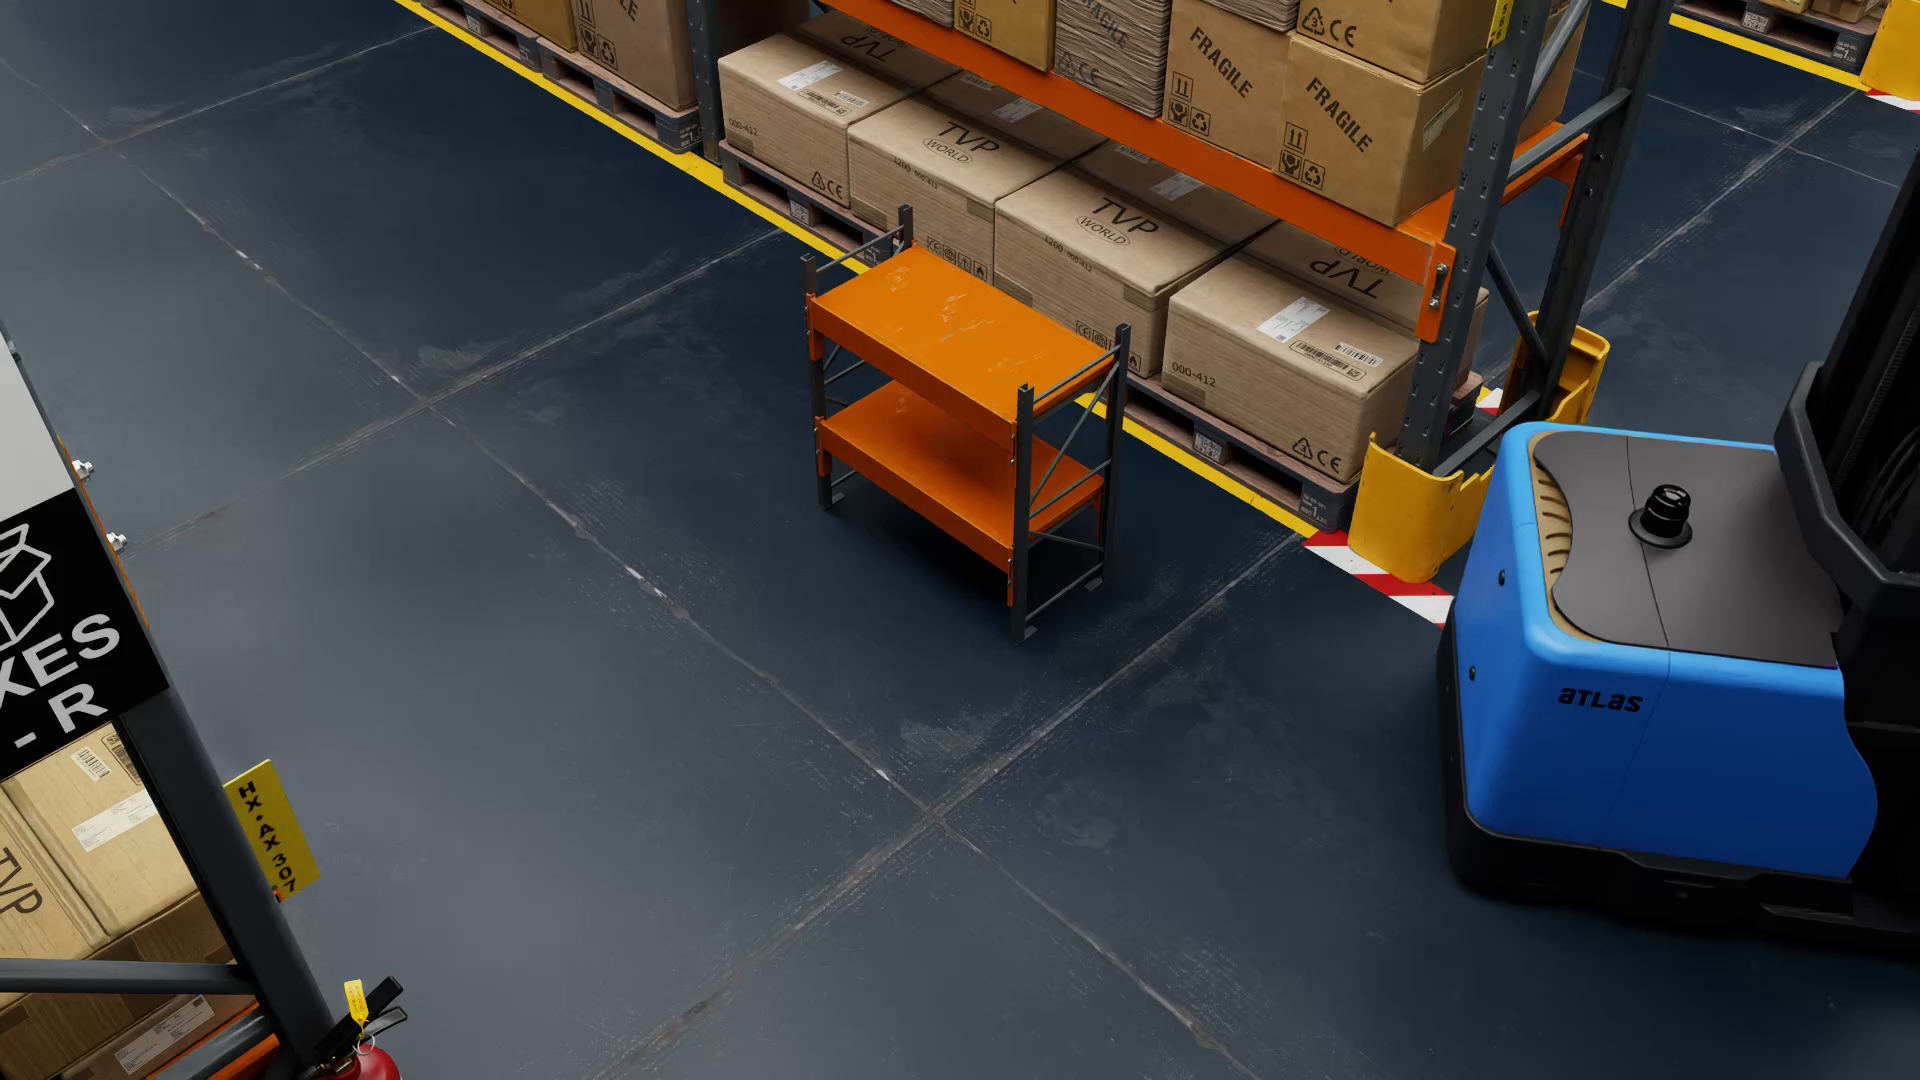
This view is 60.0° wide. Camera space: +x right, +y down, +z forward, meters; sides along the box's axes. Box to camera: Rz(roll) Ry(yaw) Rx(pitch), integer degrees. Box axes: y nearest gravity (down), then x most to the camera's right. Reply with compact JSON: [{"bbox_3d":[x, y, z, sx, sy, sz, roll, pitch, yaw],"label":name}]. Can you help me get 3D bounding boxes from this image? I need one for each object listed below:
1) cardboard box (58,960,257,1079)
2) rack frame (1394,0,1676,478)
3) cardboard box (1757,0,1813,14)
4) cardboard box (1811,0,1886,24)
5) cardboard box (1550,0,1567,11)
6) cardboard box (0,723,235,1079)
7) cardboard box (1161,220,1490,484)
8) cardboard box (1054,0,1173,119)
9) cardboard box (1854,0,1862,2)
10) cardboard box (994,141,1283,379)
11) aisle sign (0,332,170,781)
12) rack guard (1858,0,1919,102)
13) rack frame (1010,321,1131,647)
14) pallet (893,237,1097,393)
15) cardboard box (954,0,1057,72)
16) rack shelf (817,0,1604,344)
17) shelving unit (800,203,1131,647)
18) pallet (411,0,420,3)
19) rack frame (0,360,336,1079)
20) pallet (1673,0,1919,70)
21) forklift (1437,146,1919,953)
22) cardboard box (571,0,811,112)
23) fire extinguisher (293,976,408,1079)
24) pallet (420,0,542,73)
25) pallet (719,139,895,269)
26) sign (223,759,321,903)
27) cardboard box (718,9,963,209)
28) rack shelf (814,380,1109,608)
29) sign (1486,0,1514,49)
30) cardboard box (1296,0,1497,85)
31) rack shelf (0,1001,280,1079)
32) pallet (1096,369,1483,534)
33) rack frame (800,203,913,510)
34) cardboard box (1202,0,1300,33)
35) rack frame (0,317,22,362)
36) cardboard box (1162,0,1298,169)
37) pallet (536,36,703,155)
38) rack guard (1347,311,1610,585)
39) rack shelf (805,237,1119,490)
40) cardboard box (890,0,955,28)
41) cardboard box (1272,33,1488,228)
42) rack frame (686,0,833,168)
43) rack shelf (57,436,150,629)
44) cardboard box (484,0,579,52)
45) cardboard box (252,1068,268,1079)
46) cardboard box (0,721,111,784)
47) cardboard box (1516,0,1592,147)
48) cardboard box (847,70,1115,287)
[{"bbox_3d":[-1.606,0.889,3.263,0.250,0.149,0.380,34,52,31],"label":"cardboard box"},{"bbox_3d":[1.943,-1.295,5.441,1.000,3.000,0.127,-34,53,-31],"label":"rack frame"},{"bbox_3d":[4.604,-3.051,9.133,0.380,0.149,0.250,-32,52,-30],"label":"cardboard box"},{"bbox_3d":[4.857,-2.976,9.052,0.380,0.149,0.250,-33,52,-31],"label":"cardboard box"},{"bbox_3d":[1.806,-2.066,5.465,0.500,0.500,0.500,33,52,31],"label":"cardboard box"},{"bbox_3d":[-1.698,0.685,3.190,0.500,0.250,0.500,-34,52,-31],"label":"cardboard box"},{"bbox_3d":[1.406,-0.777,6.459,0.875,0.438,0.875,32,52,30],"label":"cardboard box"},{"bbox_3d":[0.701,-1.927,6.052,0.500,0.500,0.500,-33,52,-30],"label":"cardboard box"},{"bbox_3d":[4.802,-3.049,8.912,0.250,0.149,0.380,33,52,30],"label":"cardboard box"},{"bbox_3d":[0.754,-1.213,6.931,0.875,0.438,0.875,-33,52,-30],"label":"cardboard box"},{"bbox_3d":[-1.312,0.023,2.099,0.394,0.787,0.004,-34,53,-31],"label":"aisle sign"},{"bbox_3d":[5.323,-2.834,8.949,1.175,0.500,0.348,-34,53,-31],"label":"rack guard"},{"bbox_3d":[0.364,-0.166,5.600,0.500,1.125,0.032,-34,53,-31],"label":"rack frame"},{"bbox_3d":[0.466,-1.204,7.397,1.003,0.211,1.213,-34,53,-31],"label":"pallet"},{"bbox_3d":[0.327,-2.169,6.314,0.500,0.500,0.500,-33,52,-30],"label":"cardboard box"},{"bbox_3d":[0.531,-1.992,6.725,1.077,0.370,4.000,-34,53,-31],"label":"rack shelf"},{"bbox_3d":[0.005,-0.410,5.865,0.538,1.125,1.048,-34,53,-31],"label":"shelving unit"},{"bbox_3d":[-3.203,-3.700,10.098,1.003,0.211,1.213,-34,53,-31],"label":"pallet"},{"bbox_3d":[-1.569,1.086,2.865,1.000,3.000,0.127,-34,53,-31],"label":"rack frame"},{"bbox_3d":[4.774,-3.136,9.488,1.003,0.211,1.213,-34,53,-31],"label":"pallet"},{"bbox_3d":[3.060,-0.171,4.276,3.031,2.935,1.130,7,43,7],"label":"forklift"},{"bbox_3d":[-1.376,-2.850,8.381,0.875,0.875,0.875,-32,52,-30],"label":"cardboard box"},{"bbox_3d":[-1.137,1.100,3.181,0.296,0.674,0.183,-34,53,-31],"label":"fire extinguisher"},{"bbox_3d":[-2.346,-3.114,9.464,1.003,0.211,1.213,-34,53,-31],"label":"pallet"},{"bbox_3d":[-0.400,-1.790,8.031,1.003,0.211,1.213,-34,53,-31],"label":"pallet"},{"bbox_3d":[-1.185,0.508,2.852,0.100,0.325,0.005,-34,53,-31],"label":"sign"},{"bbox_3d":[-0.514,-2.077,7.866,0.875,0.438,0.875,33,52,31],"label":"cardboard box"},{"bbox_3d":[0.005,-0.230,6.031,0.538,0.278,1.000,-34,53,-31],"label":"rack shelf"},{"bbox_3d":[1.549,-1.554,4.694,0.100,0.325,0.005,-34,53,-31],"label":"sign"},{"bbox_3d":[1.434,-1.816,5.195,0.500,0.500,0.500,-32,52,-30],"label":"cardboard box"},{"bbox_3d":[-2.981,0.389,4.149,1.077,0.370,4.000,-34,53,-31],"label":"rack shelf"},{"bbox_3d":[1.323,-0.617,6.763,1.003,0.211,1.213,-34,53,-31],"label":"pallet"},{"bbox_3d":[-0.354,-0.654,6.129,0.500,1.125,0.032,-34,53,-31],"label":"rack frame"},{"bbox_3d":[1.044,-2.053,5.452,0.500,0.500,0.500,-34,52,-31],"label":"cardboard box"},{"bbox_3d":[-1.569,-1.117,0.829,1.000,3.000,0.127,-34,53,-31],"label":"rack frame"},{"bbox_3d":[1.071,-1.685,5.789,0.500,0.500,0.500,33,52,31],"label":"cardboard box"},{"bbox_3d":[-1.480,-2.527,8.830,1.003,0.211,1.213,-34,53,-31],"label":"pallet"},{"bbox_3d":[1.960,-0.365,6.277,1.175,0.500,0.348,-34,53,-31],"label":"rack guard"},{"bbox_3d":[0.005,-0.625,5.666,0.538,0.278,1.000,-34,53,-31],"label":"rack shelf"},{"bbox_3d":[-0.037,-2.417,6.582,0.500,0.500,0.500,-34,52,-31],"label":"cardboard box"},{"bbox_3d":[1.415,-1.437,5.521,0.500,0.500,0.500,-34,52,-31],"label":"cardboard box"},{"bbox_3d":[-0.882,-3.217,7.521,1.000,3.000,0.127,-34,53,-31],"label":"rack frame"},{"bbox_3d":[-2.981,-0.713,3.131,1.077,0.370,4.000,-34,53,-31],"label":"rack shelf"},{"bbox_3d":[-2.020,-3.281,8.846,0.875,0.875,0.875,-33,52,-30],"label":"cardboard box"},{"bbox_3d":[-1.933,1.509,3.937,0.637,0.503,0.797,32,52,30],"label":"cardboard box"},{"bbox_3d":[-2.054,0.442,3.452,0.500,0.250,0.500,-34,52,-31],"label":"cardboard box"},{"bbox_3d":[1.807,-1.700,5.806,0.500,0.500,0.500,34,52,31],"label":"cardboard box"},{"bbox_3d":[0.118,-1.647,7.401,0.875,0.438,0.875,33,52,30],"label":"cardboard box"}]
